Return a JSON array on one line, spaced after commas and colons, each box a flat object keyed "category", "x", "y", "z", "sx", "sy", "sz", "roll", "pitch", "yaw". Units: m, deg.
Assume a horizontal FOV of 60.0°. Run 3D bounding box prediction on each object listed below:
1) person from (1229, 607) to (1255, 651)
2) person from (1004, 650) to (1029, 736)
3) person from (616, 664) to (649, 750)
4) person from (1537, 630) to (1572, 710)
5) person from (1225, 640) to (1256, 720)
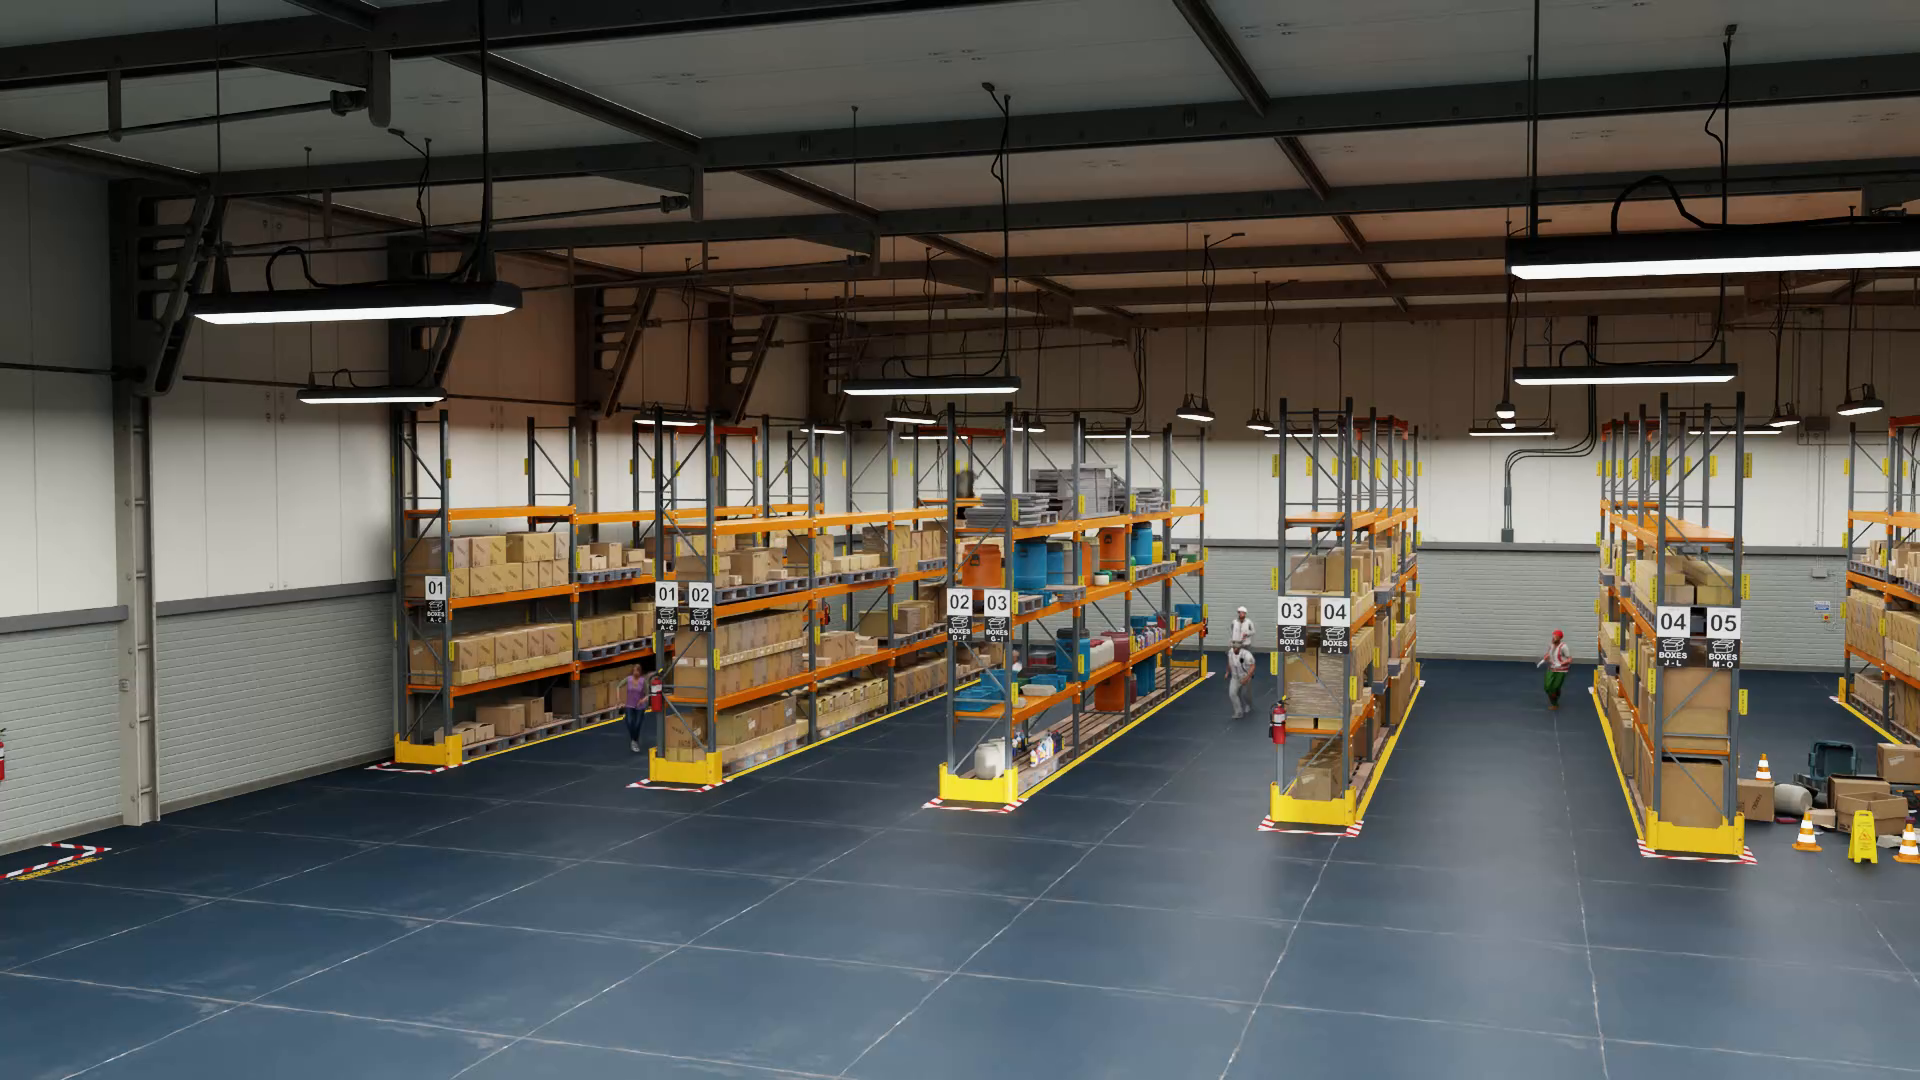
[{"category": "person", "x": 6.622, "y": 2.445, "z": 39.043, "sx": 0.617, "sy": 1.759, "sz": 0.690, "roll": 1, "pitch": 2, "yaw": 12}, {"category": "person", "x": 0.952, "y": 2.863, "z": 30.729, "sx": 0.646, "sy": 1.688, "sz": 0.945, "roll": 0, "pitch": 2, "yaw": -10}, {"category": "person", "x": -5.745, "y": 2.956, "z": 29.301, "sx": 0.623, "sy": 1.554, "sz": 0.600, "roll": 0, "pitch": 2, "yaw": -7}, {"category": "person", "x": 12.395, "y": 2.700, "z": 34.530, "sx": 0.581, "sy": 1.694, "sz": 0.773, "roll": -2, "pitch": 3, "yaw": -42}, {"category": "person", "x": 5.700, "y": 2.766, "z": 33.437, "sx": 0.663, "sy": 1.609, "sz": 1.072, "roll": 1, "pitch": 3, "yaw": 31}]
